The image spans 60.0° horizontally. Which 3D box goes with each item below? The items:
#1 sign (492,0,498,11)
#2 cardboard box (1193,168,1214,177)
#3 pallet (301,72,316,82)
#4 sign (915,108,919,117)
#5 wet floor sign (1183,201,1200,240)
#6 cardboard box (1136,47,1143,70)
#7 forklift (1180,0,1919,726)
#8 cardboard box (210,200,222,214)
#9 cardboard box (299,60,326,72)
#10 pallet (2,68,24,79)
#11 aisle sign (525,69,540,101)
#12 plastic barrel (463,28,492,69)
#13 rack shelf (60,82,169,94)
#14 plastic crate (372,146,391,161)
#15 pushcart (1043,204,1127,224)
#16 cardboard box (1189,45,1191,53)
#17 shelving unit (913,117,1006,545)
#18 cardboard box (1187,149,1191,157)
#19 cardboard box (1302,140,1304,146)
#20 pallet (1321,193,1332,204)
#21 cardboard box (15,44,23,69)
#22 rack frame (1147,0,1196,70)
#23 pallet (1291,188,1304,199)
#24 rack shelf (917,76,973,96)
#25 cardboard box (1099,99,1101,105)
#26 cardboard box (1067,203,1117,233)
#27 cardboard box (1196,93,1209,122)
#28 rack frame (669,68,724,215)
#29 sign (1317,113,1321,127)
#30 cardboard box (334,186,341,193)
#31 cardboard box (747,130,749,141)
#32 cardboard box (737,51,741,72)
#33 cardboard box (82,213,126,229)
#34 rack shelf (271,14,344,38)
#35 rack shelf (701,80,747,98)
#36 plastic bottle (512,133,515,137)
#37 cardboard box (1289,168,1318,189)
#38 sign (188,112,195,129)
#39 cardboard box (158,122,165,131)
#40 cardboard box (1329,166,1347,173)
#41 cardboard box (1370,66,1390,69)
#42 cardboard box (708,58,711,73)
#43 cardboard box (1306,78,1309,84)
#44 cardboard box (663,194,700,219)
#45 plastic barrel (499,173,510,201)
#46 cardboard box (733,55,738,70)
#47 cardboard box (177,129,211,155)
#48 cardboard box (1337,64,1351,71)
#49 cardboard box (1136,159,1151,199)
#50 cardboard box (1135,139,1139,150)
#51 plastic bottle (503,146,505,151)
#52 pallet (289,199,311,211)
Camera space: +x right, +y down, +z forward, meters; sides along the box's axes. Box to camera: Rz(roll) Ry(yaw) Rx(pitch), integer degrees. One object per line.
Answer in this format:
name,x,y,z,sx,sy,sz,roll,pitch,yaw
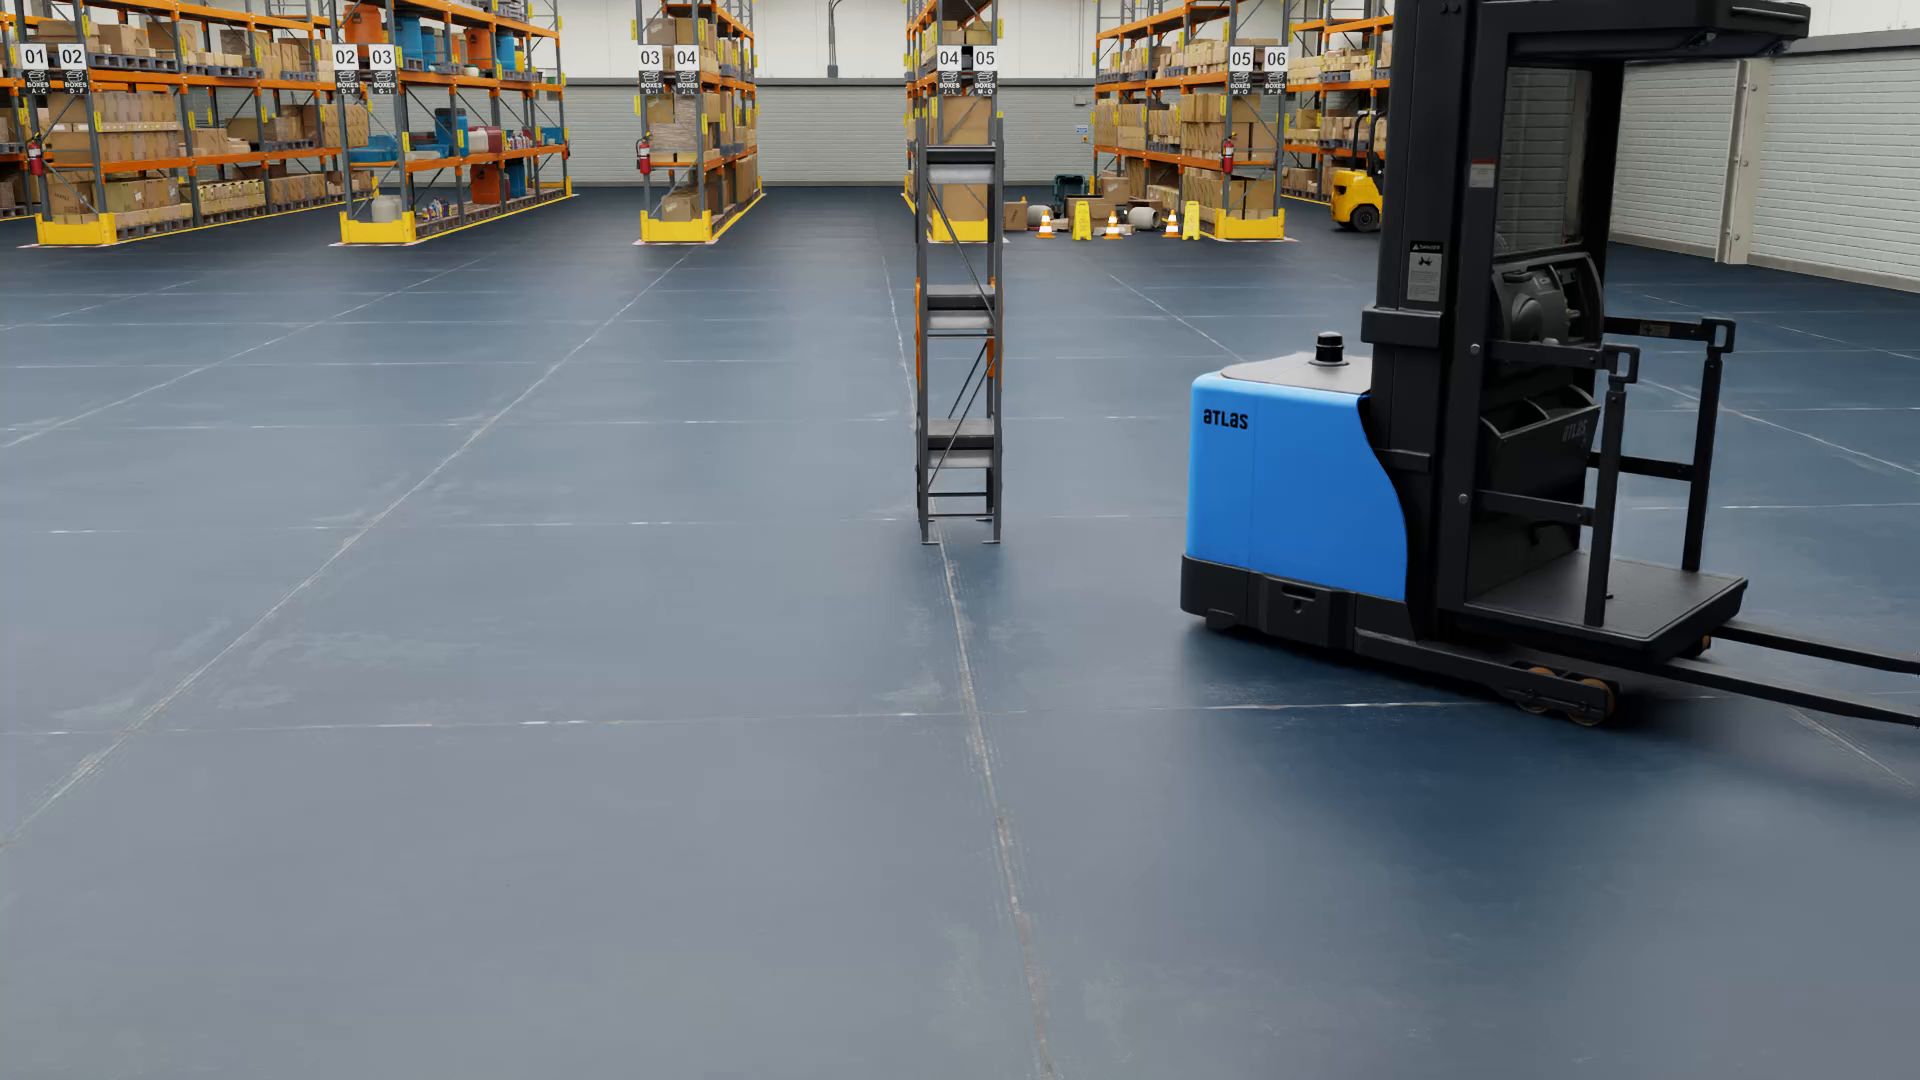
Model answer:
sign,-9.729,-11.235,34.781,0.100,0.325,0.005,-1,14,-3
cardboard box,4.573,-6.882,31.122,0.380,0.149,0.250,0,14,0
pallet,-15.499,-10.593,38.036,1.213,0.211,1.003,-1,14,-3
sign,-0.918,-9.115,35.769,0.100,0.325,0.005,-1,14,-3
wet floor sign,3.996,-5.512,28.653,0.267,0.644,0.232,4,15,16
cardboard box,4.306,-10.653,36.847,0.700,0.500,0.500,-2,15,-6
forklift,2.377,-0.902,6.151,3.031,2.935,1.130,13,19,40
cardboard box,-14.782,-6.508,32.478,0.500,0.250,0.500,-1,14,-2
cardboard box,-15.251,-11.142,39.089,0.500,0.250,0.500,-1,14,-3
pallet,-20.258,-9.843,35.123,1.213,0.211,1.003,0,14,-1
aisle sign,-11.074,-11.738,42.909,0.394,0.787,0.004,-1,14,-3
plastic barrel,-10.310,-10.481,35.518,0.600,0.830,0.708,-1,14,-3
rack shelf,-20.537,-10.919,40.369,1.077,0.370,4.000,-1,14,-3
plastic crate,-10.146,-6.696,28.828,0.499,0.251,0.408,-1,14,-3
pushcart,2.532,-6.393,32.615,1.648,0.377,0.936,-6,16,-23
cardboard box,4.544,-9.280,31.458,0.380,0.149,0.250,0,14,-2
shelving unit,-0.010,-1.058,8.425,0.431,2.100,0.503,-1,14,-3
cardboard box,4.572,-7.443,31.940,0.380,0.149,0.250,0,14,-2
cardboard box,8.913,-10.115,42.325,0.380,0.149,0.250,-1,14,-4
pallet,9.351,-8.225,40.071,1.003,0.211,1.213,-1,14,-3
cardboard box,-20.338,-10.288,35.387,0.700,0.500,0.500,-2,15,-7
rack frame,4.557,-11.611,35.593,1.000,3.000,0.127,-1,14,-3
pallet,9.143,-8.902,42.701,1.003,0.211,1.213,-1,14,-3
rack shelf,-0.253,-9.211,33.728,1.077,0.370,4.000,-1,14,-3
cardboard box,3.796,-11.319,42.988,0.380,0.149,0.250,0,14,-2
cardboard box,2.417,-5.904,30.464,0.797,0.503,0.637,-13,20,-42
cardboard box,4.645,-7.767,29.890,0.700,0.500,0.500,-1,14,-4
rack frame,-5.086,-7.557,31.879,1.000,3.000,0.127,-1,14,-3
sign,8.722,-10.186,40.360,0.100,0.325,0.005,-1,14,-3
cardboard box,-15.343,-8.559,40.574,0.380,0.166,0.250,-1,14,-3
cardboard box,-5.349,-9.739,40.063,0.500,0.250,0.500,-1,14,-4
cardboard box,-5.719,-11.627,40.434,0.700,0.500,0.500,0,14,-1
cardboard box,-14.537,-5.419,28.244,0.500,0.250,0.500,-1,14,-3
rack shelf,-15.593,-12.448,40.297,1.077,0.370,4.000,-1,14,-3
rack shelf,-5.458,-10.154,37.395,1.077,0.370,4.000,-1,14,-3
plastic bottle,-10.274,-9.175,38.265,0.144,0.351,0.185,-1,14,-3
cardboard box,8.973,-9.398,43.208,0.700,0.500,0.500,0,14,-1
sign,-14.420,-7.872,31.205,0.100,0.325,0.005,-1,14,-3
cardboard box,-14.694,-7.512,30.199,0.380,0.149,0.250,-1,14,-4
cardboard box,9.114,-8.923,40.060,0.380,0.149,0.250,-1,14,-5
cardboard box,9.249,-10.440,36.565,0.380,0.149,0.250,-1,14,-2
cardboard box,-4.712,-8.447,29.619,0.500,0.250,0.500,0,14,-2
cardboard box,8.906,-11.512,41.733,0.380,0.149,0.250,-1,14,-3
cardboard box,-4.932,-5.859,29.452,0.500,0.500,0.500,3,15,11
plastic barrel,-10.395,-7.914,37.260,0.600,0.588,0.708,-1,14,-3
cardboard box,-5.536,-11.107,38.613,0.700,0.500,0.500,-1,14,-2
cardboard box,-15.038,-7.776,32.528,0.500,0.500,0.500,0,14,1
cardboard box,8.957,-10.963,38.555,0.380,0.149,0.250,-1,14,-2
cardboard box,4.546,-8.275,38.088,0.875,0.875,0.875,-1,14,-3
cardboard box,4.219,-8.881,37.325,0.500,0.250,0.500,-1,14,-2
plastic bottle,-9.956,-8.614,36.221,0.061,0.283,0.133,-1,14,-3
pallet,-15.303,-7.539,37.403,1.003,0.211,1.213,-1,14,-3
